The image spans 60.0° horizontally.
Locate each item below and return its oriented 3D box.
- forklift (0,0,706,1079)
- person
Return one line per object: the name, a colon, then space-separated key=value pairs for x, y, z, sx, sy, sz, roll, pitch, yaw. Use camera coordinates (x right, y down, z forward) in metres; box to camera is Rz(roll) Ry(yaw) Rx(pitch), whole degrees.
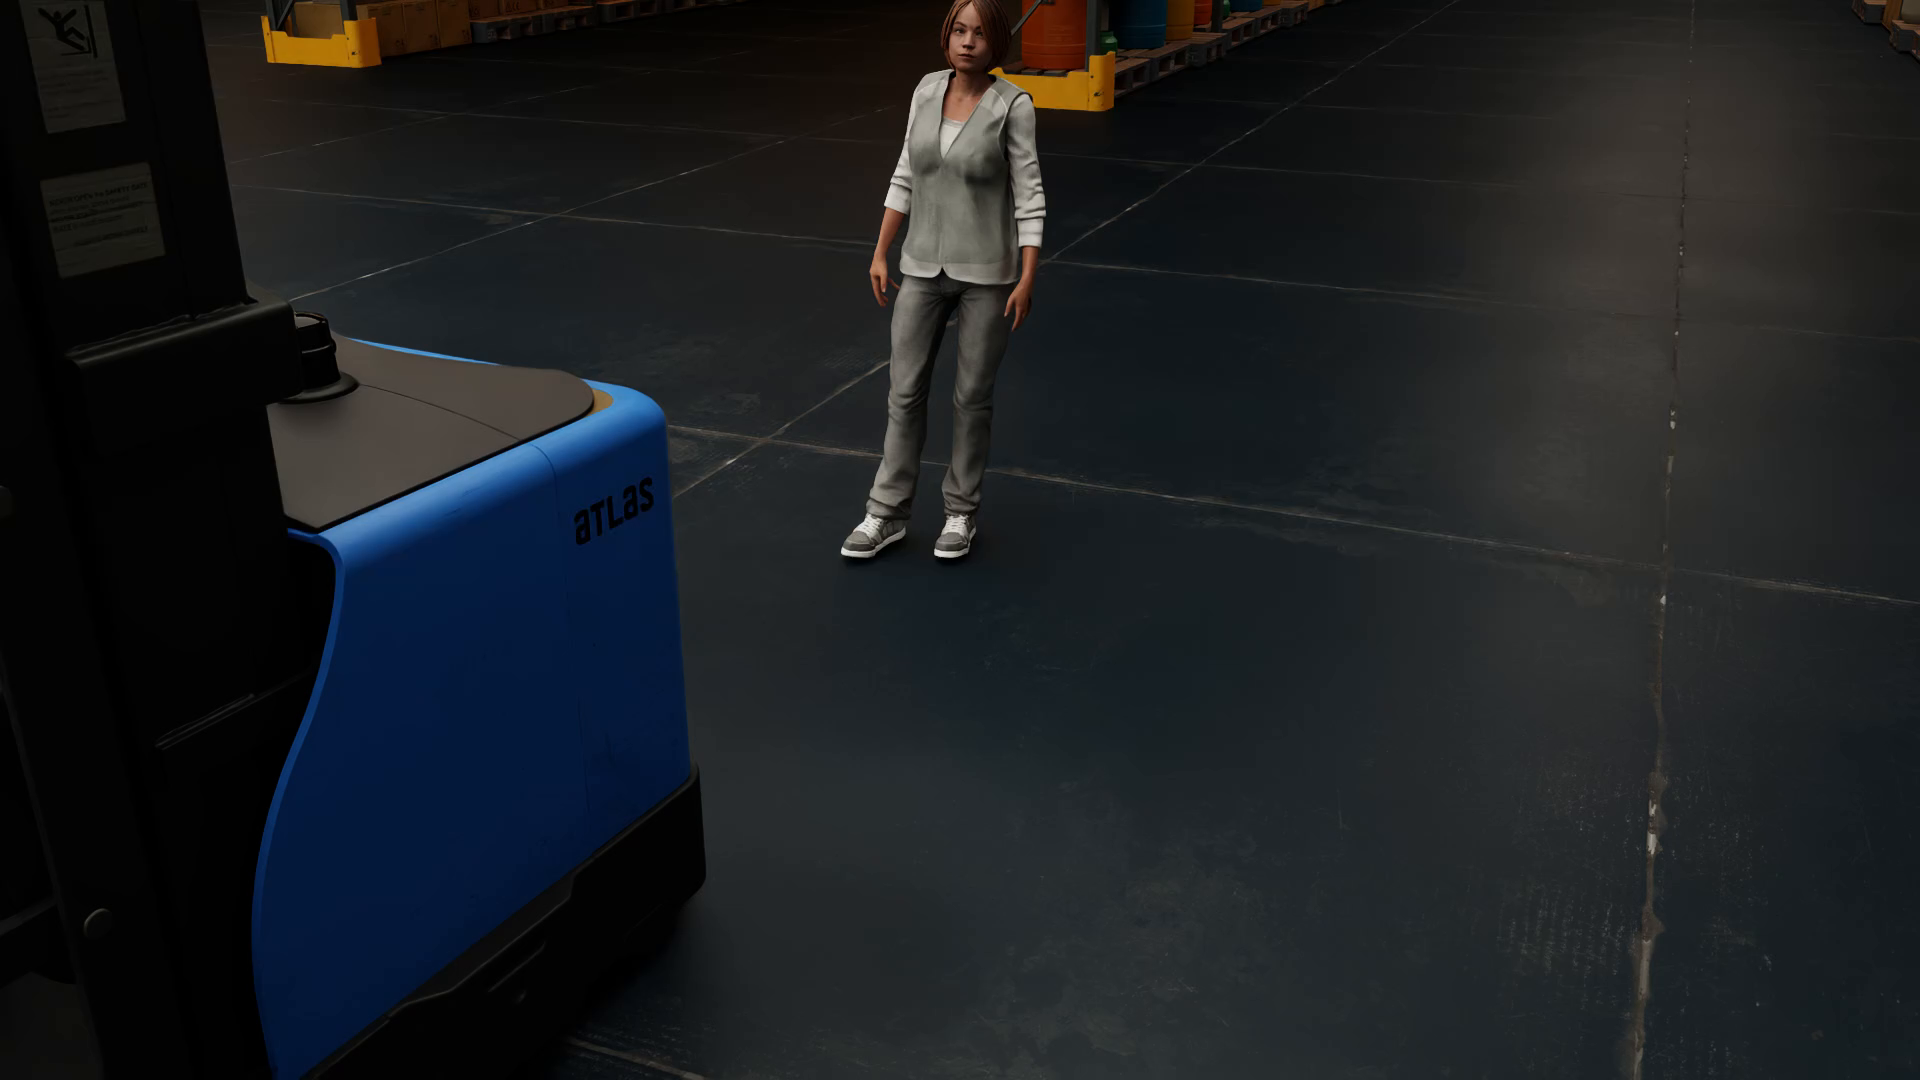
forklift: x=-1.638 y=-0.209 z=1.793 sx=1.130 sy=2.935 sz=3.031 roll=11 pitch=25 yaw=25
person: x=-0.042 y=-0.719 z=4.723 sx=0.520 sy=1.599 sz=0.473 roll=9 pitch=24 yaw=21
